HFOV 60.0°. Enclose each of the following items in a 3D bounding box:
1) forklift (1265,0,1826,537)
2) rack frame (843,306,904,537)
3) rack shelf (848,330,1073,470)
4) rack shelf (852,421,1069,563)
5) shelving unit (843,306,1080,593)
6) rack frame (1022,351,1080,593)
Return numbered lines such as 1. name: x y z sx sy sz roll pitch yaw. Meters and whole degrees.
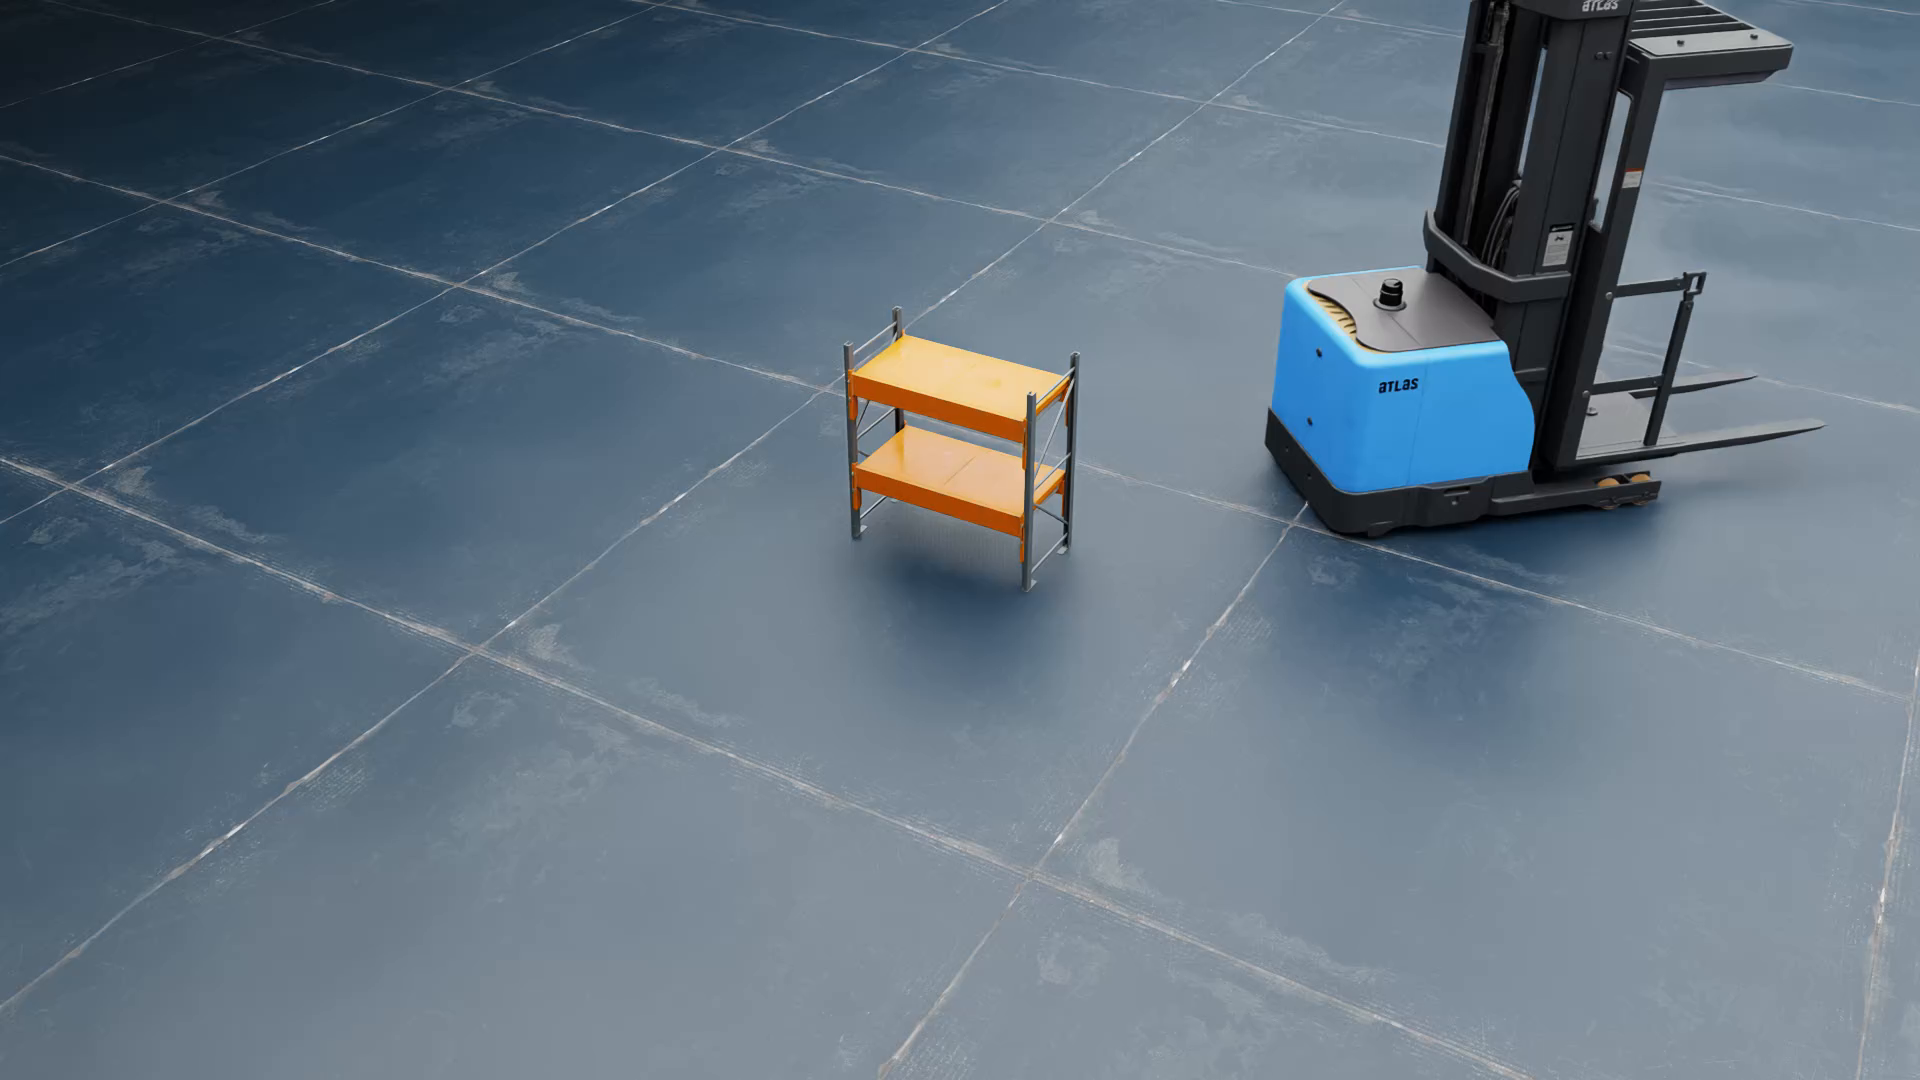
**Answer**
1. forklift: 3.303 -1.661 8.600 3.031 2.935 1.130 -8 34 -11
2. rack frame: -0.435 -0.606 8.645 0.032 1.125 0.500 18 37 24
3. rack shelf: 0.006 -0.710 8.273 1.000 0.278 0.538 18 37 24
4. rack shelf: 0.006 -0.263 8.571 1.000 0.278 0.538 18 37 24
5. shelving unit: 0.006 -0.466 8.435 1.048 1.125 0.538 18 37 24
6. rack frame: 0.447 -0.327 8.225 0.032 1.125 0.500 18 37 24
